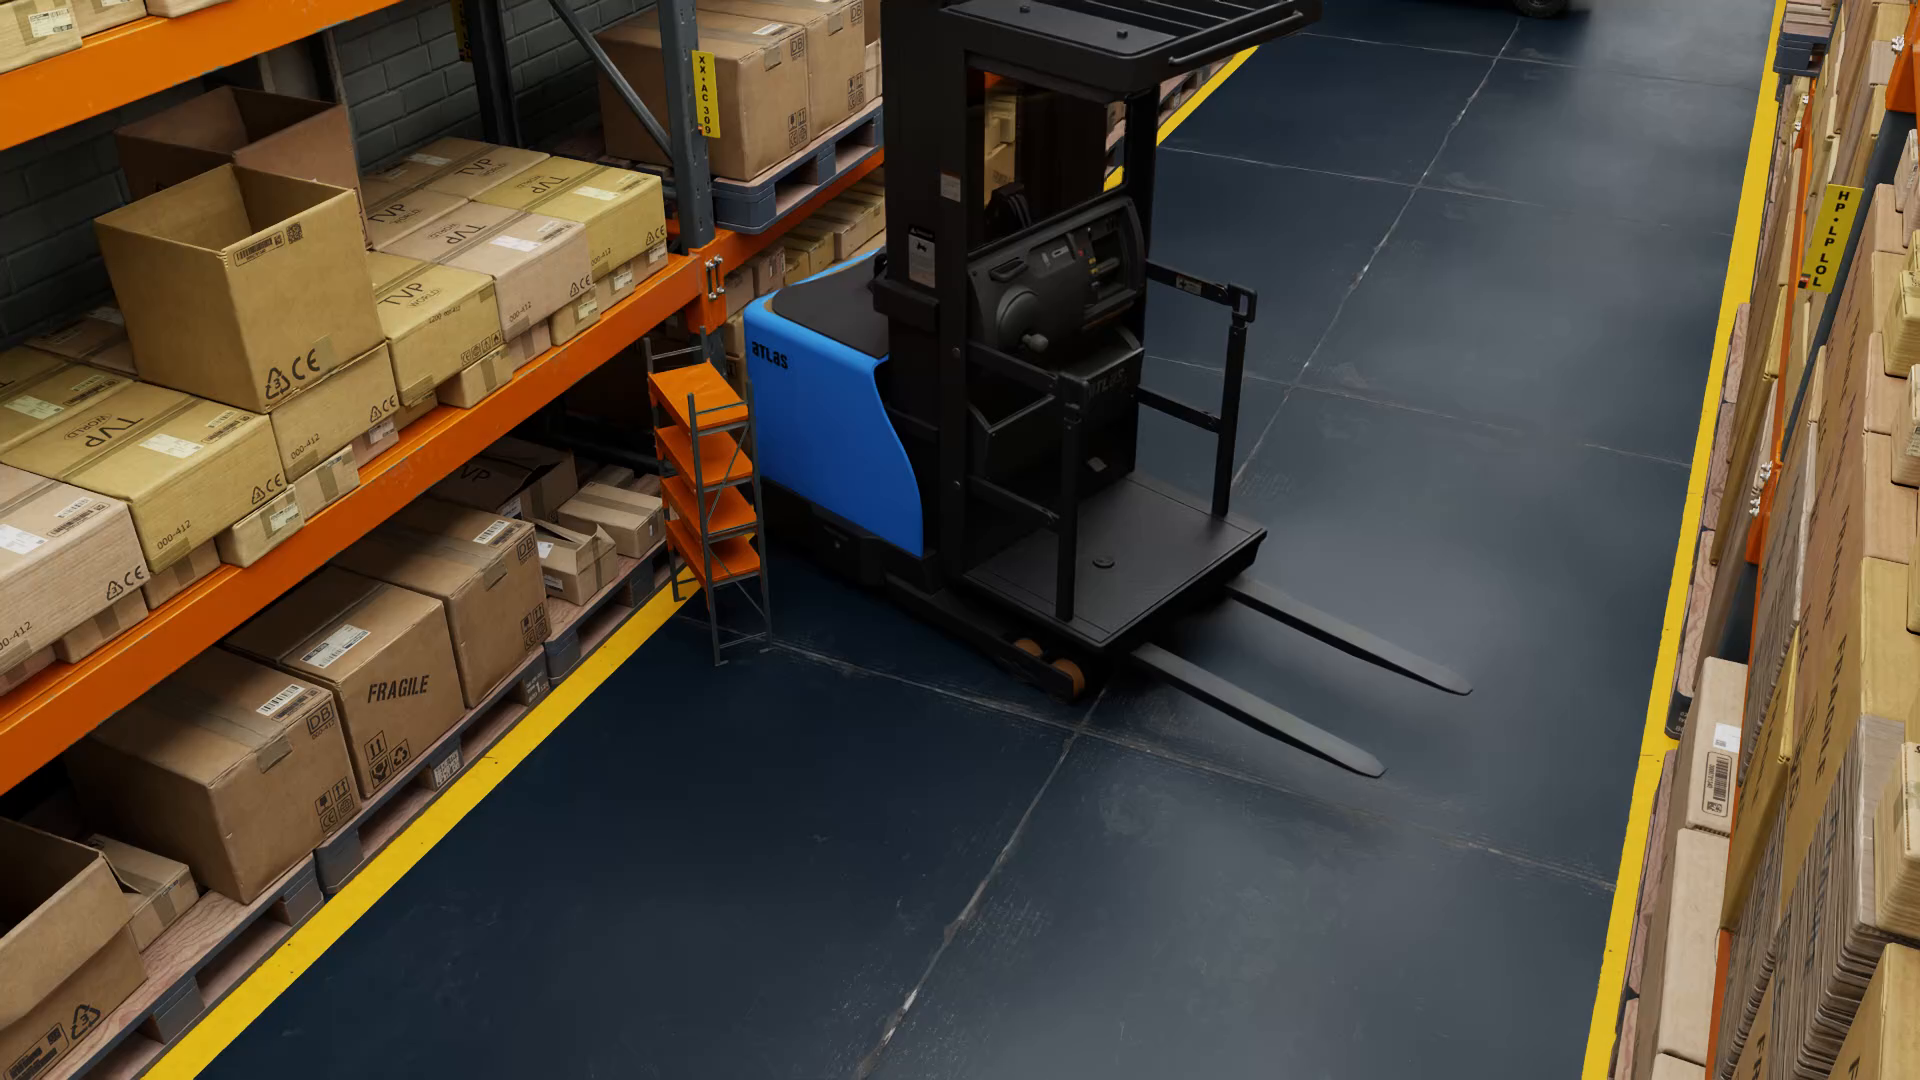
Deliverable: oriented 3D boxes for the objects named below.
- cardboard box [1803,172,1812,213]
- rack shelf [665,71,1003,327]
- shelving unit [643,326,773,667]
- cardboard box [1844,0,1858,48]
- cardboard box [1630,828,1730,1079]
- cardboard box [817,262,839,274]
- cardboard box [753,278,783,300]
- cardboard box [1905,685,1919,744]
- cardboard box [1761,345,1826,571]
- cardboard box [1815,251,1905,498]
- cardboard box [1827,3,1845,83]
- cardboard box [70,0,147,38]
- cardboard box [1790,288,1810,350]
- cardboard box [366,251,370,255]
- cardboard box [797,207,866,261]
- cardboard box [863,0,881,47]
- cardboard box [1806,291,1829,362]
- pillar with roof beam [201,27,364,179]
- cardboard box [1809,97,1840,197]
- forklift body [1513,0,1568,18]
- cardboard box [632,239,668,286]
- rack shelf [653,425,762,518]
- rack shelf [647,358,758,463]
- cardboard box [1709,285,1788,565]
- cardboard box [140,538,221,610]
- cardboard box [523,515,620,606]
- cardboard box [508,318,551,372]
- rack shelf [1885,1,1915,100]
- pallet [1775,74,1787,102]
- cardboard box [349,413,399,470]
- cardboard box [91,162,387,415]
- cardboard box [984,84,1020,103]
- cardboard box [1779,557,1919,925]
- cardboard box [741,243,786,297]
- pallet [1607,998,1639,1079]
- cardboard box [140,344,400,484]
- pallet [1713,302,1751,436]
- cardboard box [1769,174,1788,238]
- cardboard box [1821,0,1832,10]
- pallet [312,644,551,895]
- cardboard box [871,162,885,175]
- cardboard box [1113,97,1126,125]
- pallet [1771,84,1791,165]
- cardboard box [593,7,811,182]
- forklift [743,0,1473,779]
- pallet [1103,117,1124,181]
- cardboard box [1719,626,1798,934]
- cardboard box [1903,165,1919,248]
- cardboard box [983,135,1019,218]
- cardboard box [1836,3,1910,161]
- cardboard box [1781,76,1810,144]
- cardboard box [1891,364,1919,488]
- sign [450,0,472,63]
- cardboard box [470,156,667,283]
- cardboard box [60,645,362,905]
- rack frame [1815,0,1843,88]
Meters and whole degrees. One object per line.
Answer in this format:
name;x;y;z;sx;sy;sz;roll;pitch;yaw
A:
cardboard box;3.866;-1.533;6.989;0.500;0.250;0.500;15;36;22
rack shelf;-0.624;-2.141;8.436;1.077;0.370;4.000;14;36;20
shelving unit;-0.961;-0.159;6.397;0.258;1.200;0.503;-16;36;-22
cardboard box;4.095;-2.323;7.054;0.500;0.500;0.500;14;36;21
cardboard box;2.315;1.321;4.454;0.875;0.438;0.875;13;35;19
cardboard box;-0.840;-1.033;7.987;0.500;0.500;0.500;14;36;20
cardboard box;-1.023;-1.121;7.529;0.380;0.149;0.250;13;35;19
cardboard box;1.603;0.331;2.415;0.380;0.149;0.250;15;36;22
cardboard box;2.615;-0.177;4.694;0.500;0.500;0.500;15;36;22
cardboard box;2.413;-0.338;4.026;0.500;0.500;0.500;14;36;20
cardboard box;4.286;-2.252;7.630;0.500;0.250;0.500;14;36;20
cardboard box;-2.233;-1.339;4.050;0.380;0.149;0.250;14;36;20
cardboard box;3.222;-0.781;5.843;0.500;0.250;0.500;14;36;20
cardboard box;-2.334;-0.815;5.623;0.500;0.250;0.500;15;36;22
cardboard box;-0.686;-1.507;8.118;0.380;0.149;0.250;14;36;20
cardboard box;-0.510;-2.502;7.856;0.700;0.500;0.500;14;36;20
cardboard box;3.013;-0.731;5.310;0.500;0.250;0.500;14;36;20
pillar with roof beam;1.339;-2.827;3.355;9.100;9.000;0.400;14;36;20
cardboard box;3.625;-1.500;6.483;0.500;0.250;0.500;15;36;21
forklift body;4.423;-5.705;13.989;2.313;2.155;1.214;14;36;20
cardboard box;-1.365;-1.124;6.458;0.380;0.149;0.250;15;36;21
rack shelf;-0.961;-0.289;6.312;0.258;0.148;0.480;-16;36;-22
rack shelf;-0.961;-0.487;6.182;0.258;0.148;0.480;-16;36;-22
cardboard box;3.607;-0.375;6.641;0.875;0.875;0.875;15;36;22
cardboard box;-2.337;0.029;4.700;0.380;0.149;0.250;15;36;21
cardboard box;-1.577;0.044;6.557;0.396;0.266;0.258;15;36;22
cardboard box;-1.675;-0.730;5.857;0.380;0.149;0.250;15;36;22
rack shelf;3.886;-2.259;5.880;1.077;0.370;4.000;14;36;20
pallet;6.645;-3.470;12.350;1.003;0.211;1.213;14;36;20
cardboard box;-2.027;-0.360;5.293;0.380;0.149;0.250;14;36;20
cardboard box;-2.073;-0.741;4.826;0.500;0.500;0.500;15;36;22
cardboard box;0.236;-2.536;9.687;0.380;0.149;0.250;12;35;18
cardboard box;1.763;0.416;2.878;0.500;0.500;0.500;14;36;20
cardboard box;-1.004;-1.230;7.424;0.380;0.149;0.250;12;35;18
pallet;2.151;1.827;4.271;1.003;0.211;1.213;14;36;20
cardboard box;-2.085;-0.444;5.057;0.500;0.250;0.500;13;36;19
pallet;4.324;-0.760;8.217;1.003;0.211;1.213;14;36;20
cardboard box;4.968;-1.657;9.055;0.950;0.372;0.625;12;35;17
cardboard box;4.757;-2.875;8.745;0.380;0.149;0.250;14;36;20
pallet;-2.258;0.672;6.033;1.003;0.211;1.213;14;36;20
cardboard box;-0.344;-1.882;8.690;0.380;0.149;0.250;12;35;18
cardboard box;0.752;-3.256;11.262;0.875;0.625;0.625;15;36;22
pallet;6.072;-2.739;11.235;1.003;0.211;1.213;14;36;20
cardboard box;-1.055;-1.853;6.867;0.700;0.500;0.500;15;36;22
forklift;0.524;-0.932;5.998;3.031;2.935;1.130;27;42;35
pallet;0.593;-2.673;11.134;1.003;0.211;1.213;14;36;20
cardboard box;1.971;0.575;3.546;0.500;0.500;0.500;15;36;22
cardboard box;2.589;-0.812;4.158;0.380;0.149;0.250;15;36;21
cardboard box;0.012;-2.062;9.556;0.500;0.500;0.500;14;36;20
cardboard box;3.448;-1.557;5.886;0.500;0.500;0.500;15;36;22
cardboard box;5.881;-2.750;10.721;0.950;0.372;0.625;16;37;23
cardboard box;2.027;-0.189;3.208;0.380;0.149;0.250;14;36;21
sign;-1.966;-2.056;6.594;0.100;0.325;0.005;14;36;20
cardboard box;-1.452;-1.198;6.207;0.500;0.250;0.500;15;36;22
cardboard box;-2.399;0.716;5.319;0.700;0.500;0.500;16;36;22
rack frame;4.723;-2.301;8.024;1.000;3.000;0.127;14;36;20
